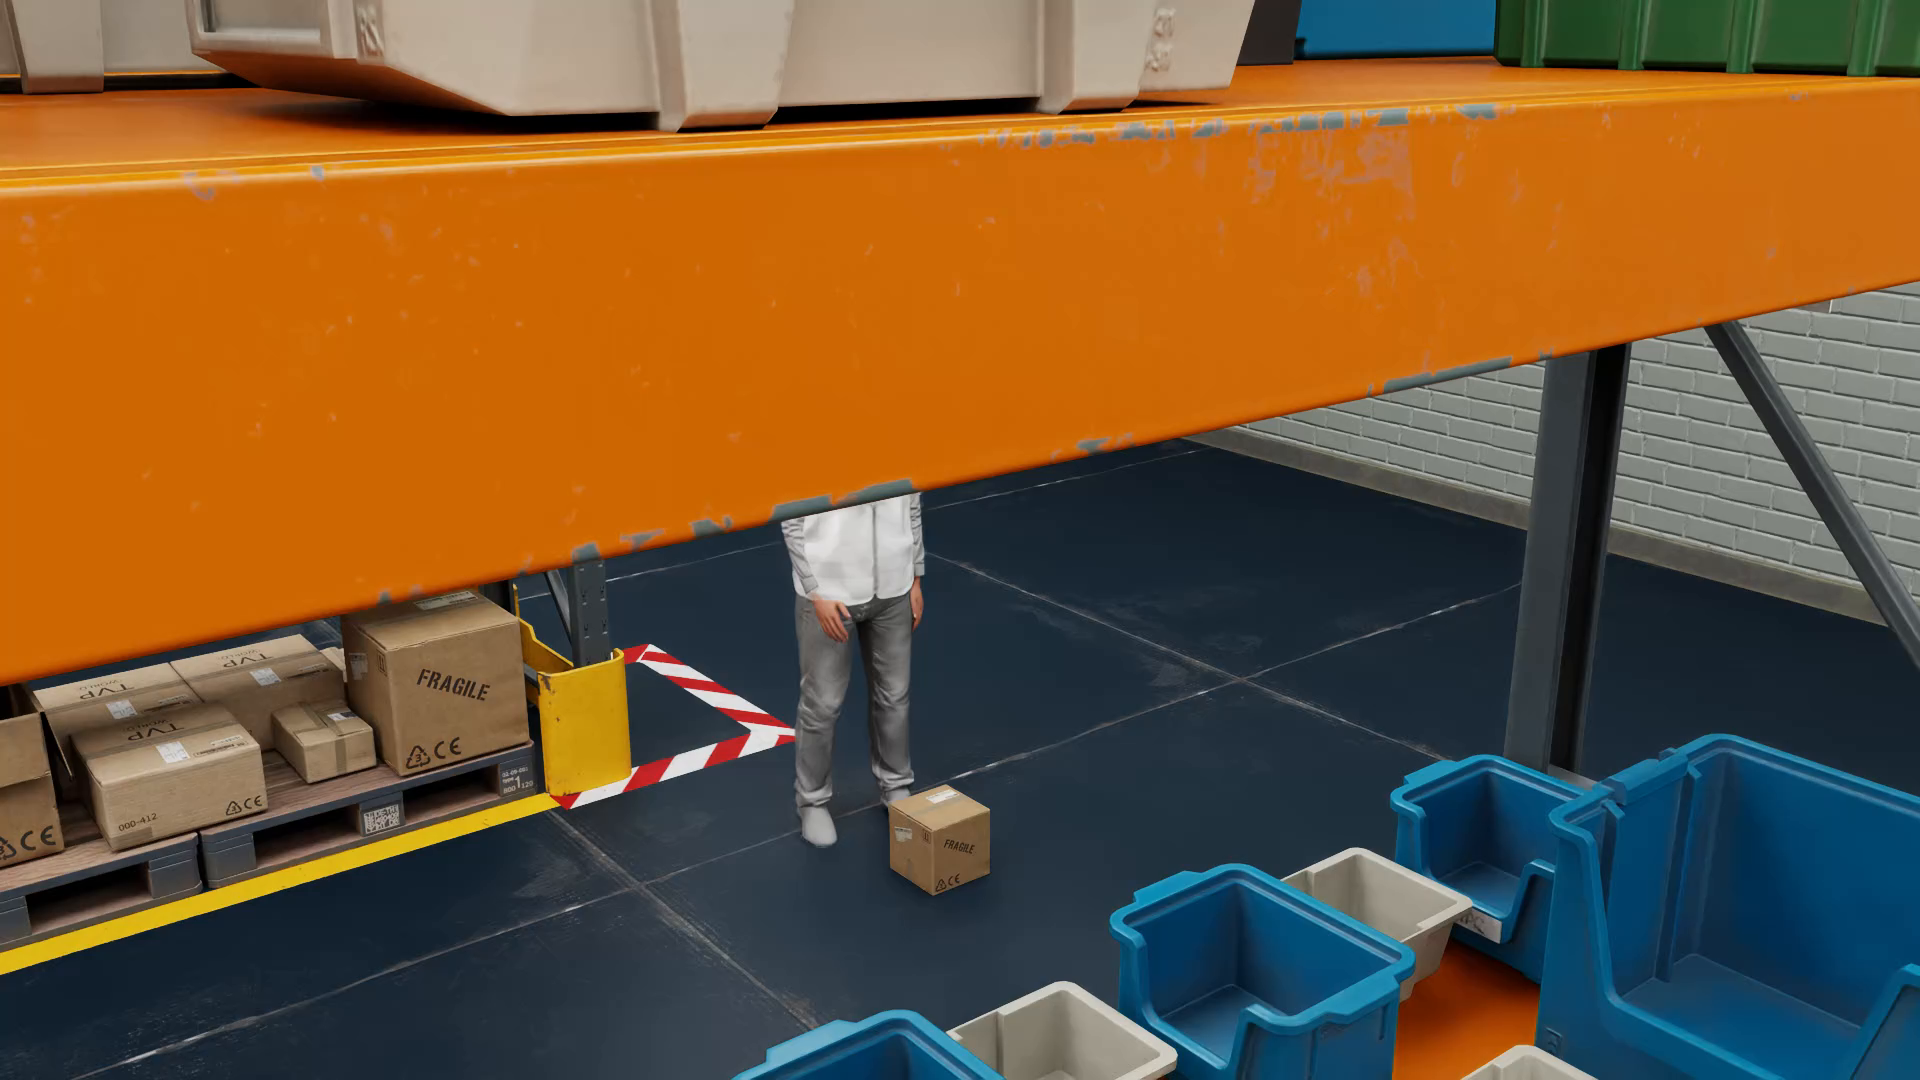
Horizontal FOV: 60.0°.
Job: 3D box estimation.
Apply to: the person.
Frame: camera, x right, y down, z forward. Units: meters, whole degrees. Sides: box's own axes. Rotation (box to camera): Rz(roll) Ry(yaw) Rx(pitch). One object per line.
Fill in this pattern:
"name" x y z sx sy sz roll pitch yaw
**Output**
"person" -0.346 0.195 5.891 0.544 1.803 0.394 -10 20 -29
